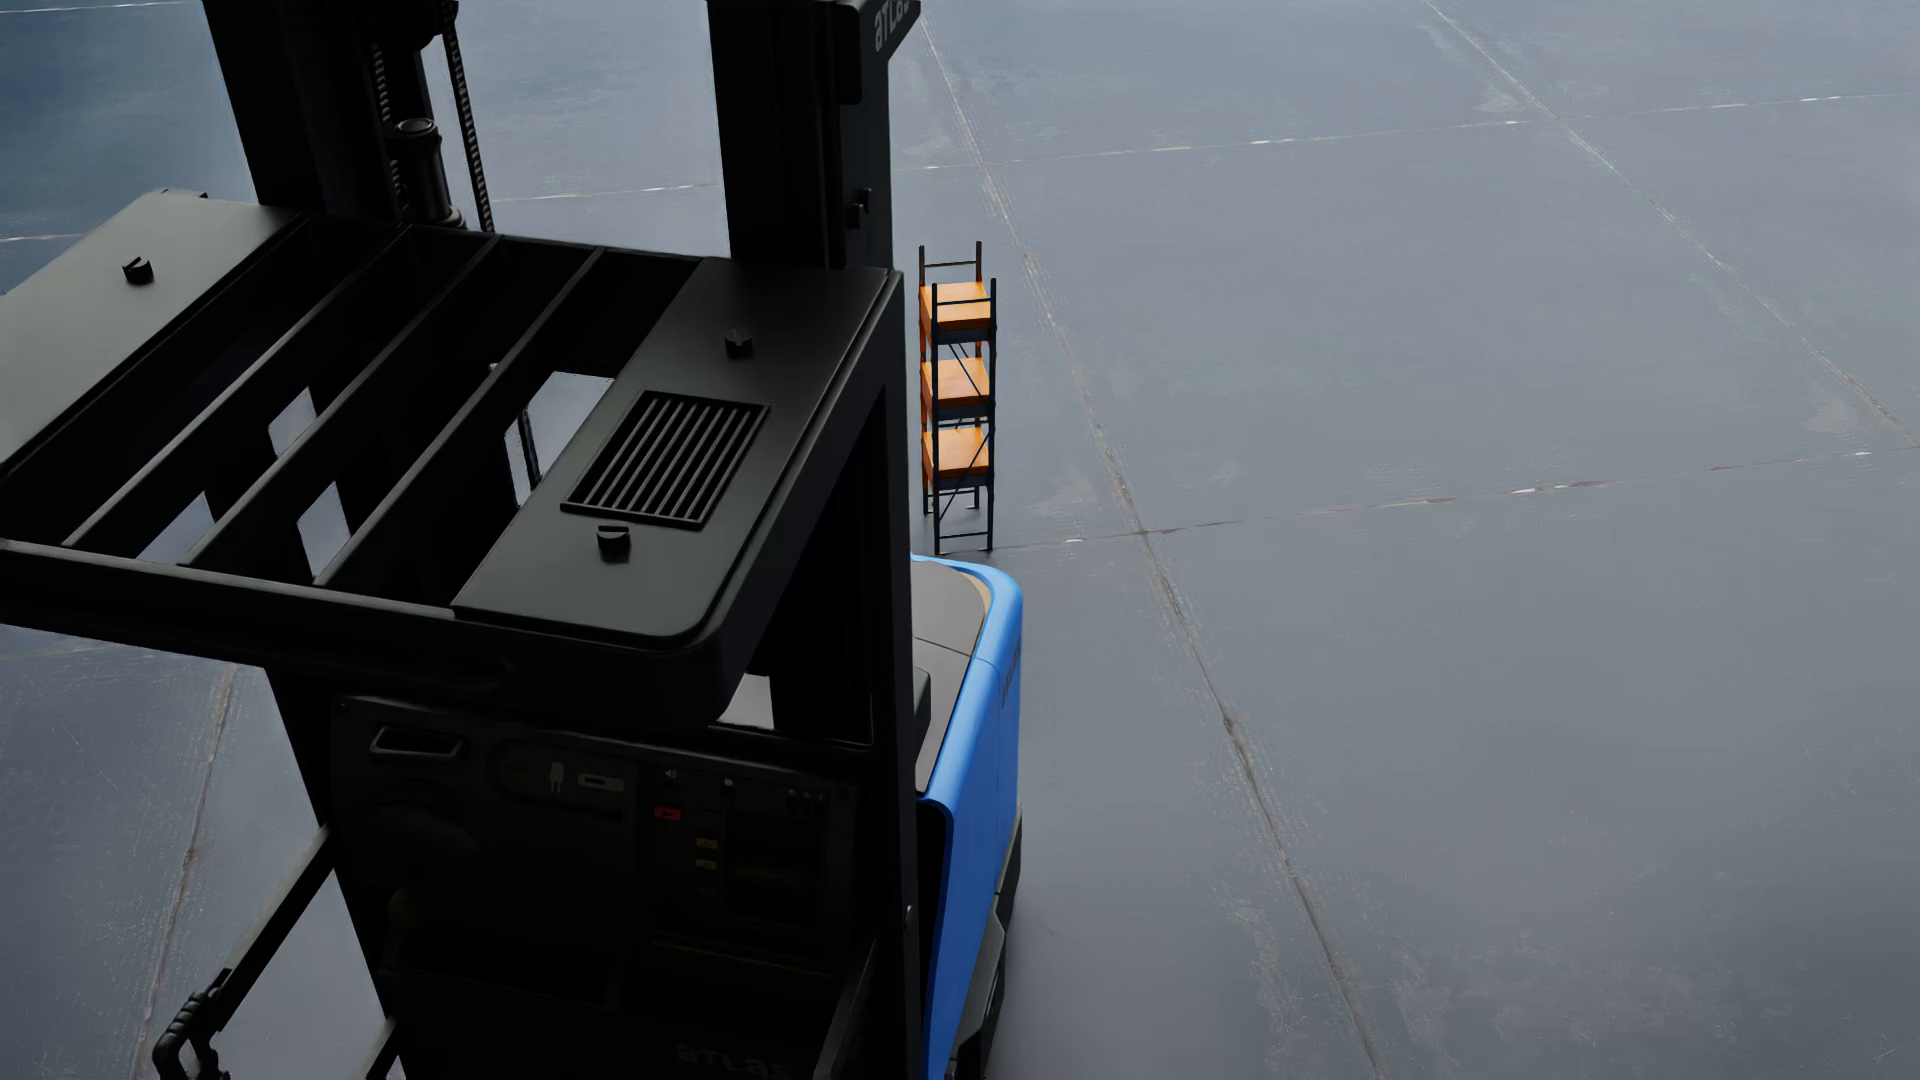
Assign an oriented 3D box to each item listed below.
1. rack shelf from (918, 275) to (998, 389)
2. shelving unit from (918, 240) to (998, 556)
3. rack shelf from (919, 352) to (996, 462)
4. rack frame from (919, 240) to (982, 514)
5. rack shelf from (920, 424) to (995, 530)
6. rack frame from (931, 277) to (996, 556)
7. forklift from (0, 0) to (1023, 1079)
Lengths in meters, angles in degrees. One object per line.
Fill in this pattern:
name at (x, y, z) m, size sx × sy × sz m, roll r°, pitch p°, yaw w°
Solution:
rack shelf at (-0.009, -0.663, 5.302) m, size 0.215 × 0.259 × 0.240 m, roll -6°, pitch 38°, yaw -8°
shelving unit at (-0.009, -0.447, 5.470) m, size 0.215 × 1.050 × 0.252 m, roll -6°, pitch 38°, yaw -8°
rack shelf at (-0.009, -0.439, 5.476) m, size 0.215 × 0.259 × 0.240 m, roll -6°, pitch 38°, yaw -8°
rack frame at (-0.031, -0.521, 5.564) m, size 0.200 × 1.050 × 0.008 m, roll -6°, pitch 38°, yaw -8°
rack shelf at (-0.009, -0.219, 5.647) m, size 0.215 × 0.259 × 0.240 m, roll -6°, pitch 38°, yaw -8°
rack frame at (0.012, -0.373, 5.375) m, size 0.200 × 1.050 × 0.008 m, roll -6°, pitch 38°, yaw -8°
forklift at (-0.668, 0.572, 2.625) m, size 1.130 × 2.935 × 3.031 m, roll 8°, pitch 39°, yaw 10°
